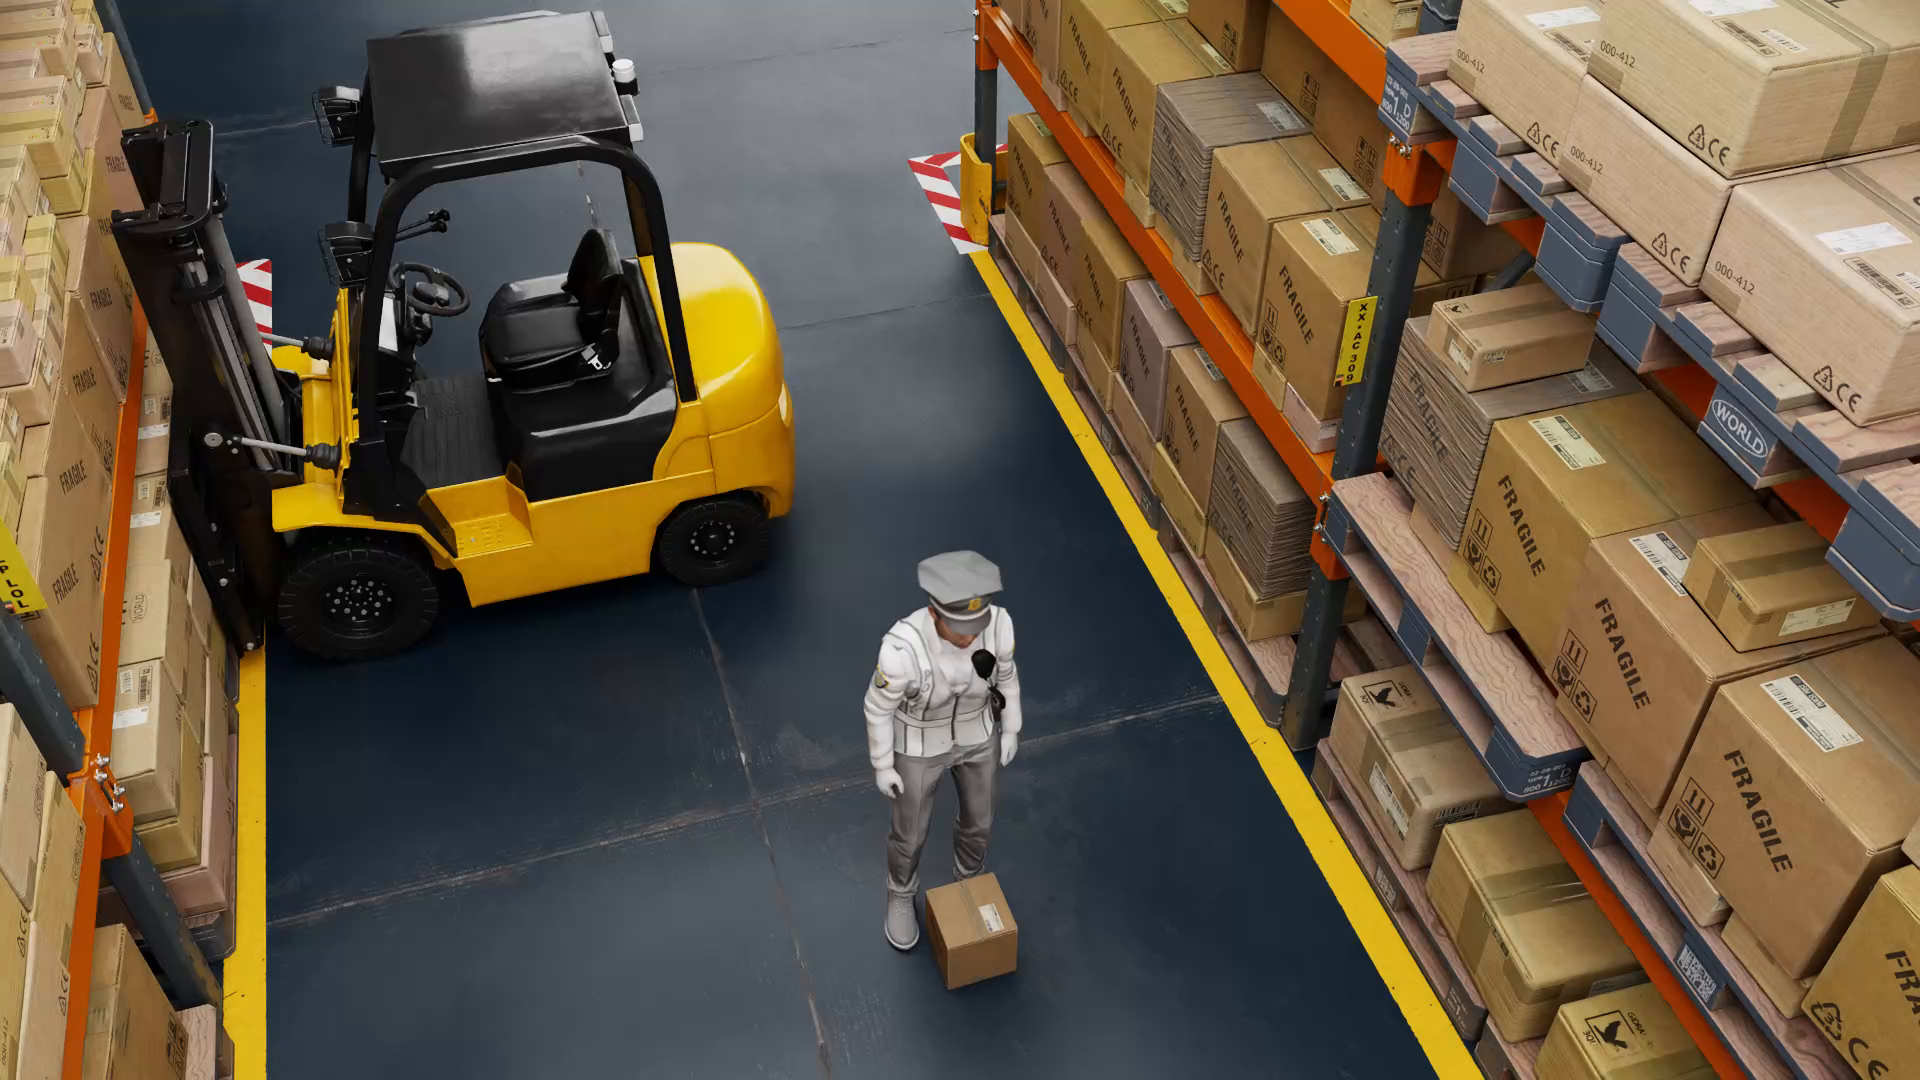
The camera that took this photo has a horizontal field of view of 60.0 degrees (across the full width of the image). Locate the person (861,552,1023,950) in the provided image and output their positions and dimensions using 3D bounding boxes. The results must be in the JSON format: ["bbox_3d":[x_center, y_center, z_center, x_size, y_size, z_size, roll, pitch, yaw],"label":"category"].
[{"bbox_3d":[-0.048,0.674,5.422,0.529,1.663,0.374,-12,44,-13],"label":"person"}]
